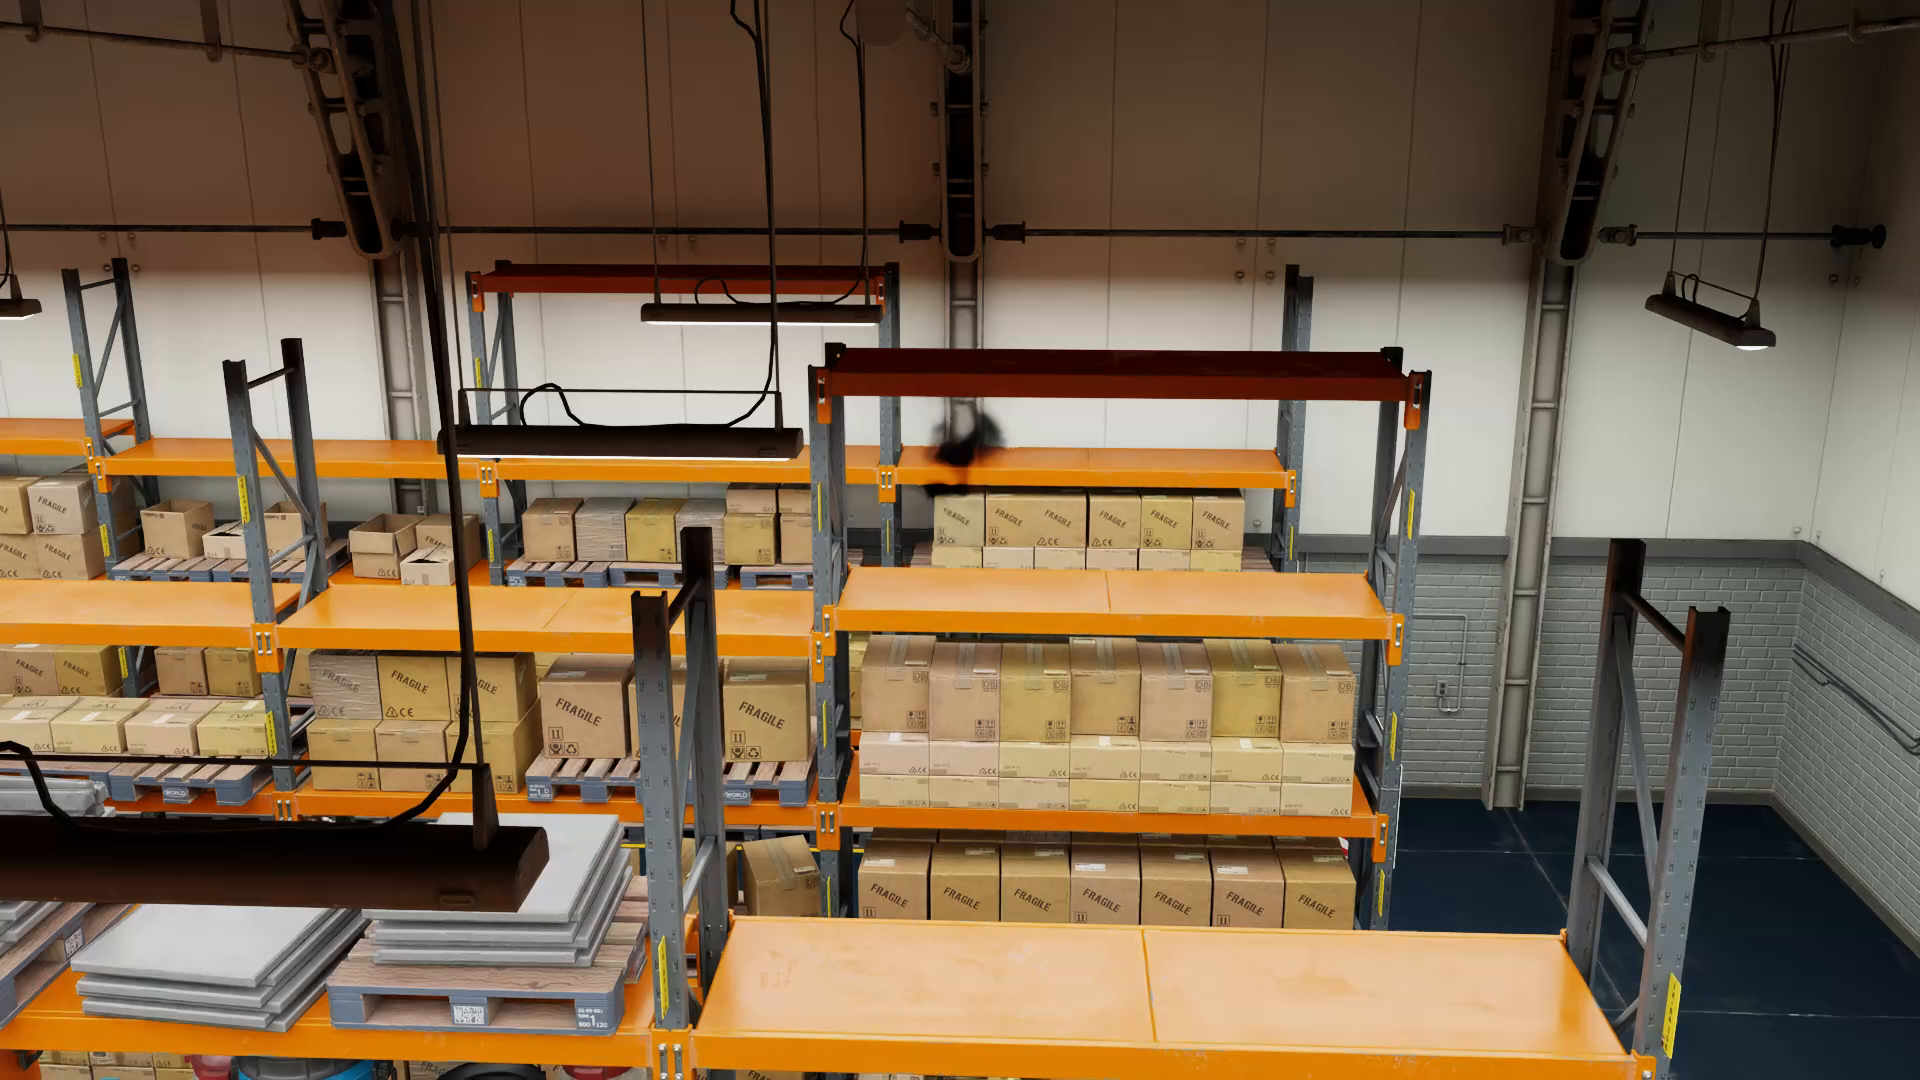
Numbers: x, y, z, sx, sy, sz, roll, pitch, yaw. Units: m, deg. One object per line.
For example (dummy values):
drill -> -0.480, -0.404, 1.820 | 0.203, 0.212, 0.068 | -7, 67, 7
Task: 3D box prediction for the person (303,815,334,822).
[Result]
person -> -5.759, 3.109, 14.789 | 0.663, 1.816, 0.642 | 1, 16, 2
